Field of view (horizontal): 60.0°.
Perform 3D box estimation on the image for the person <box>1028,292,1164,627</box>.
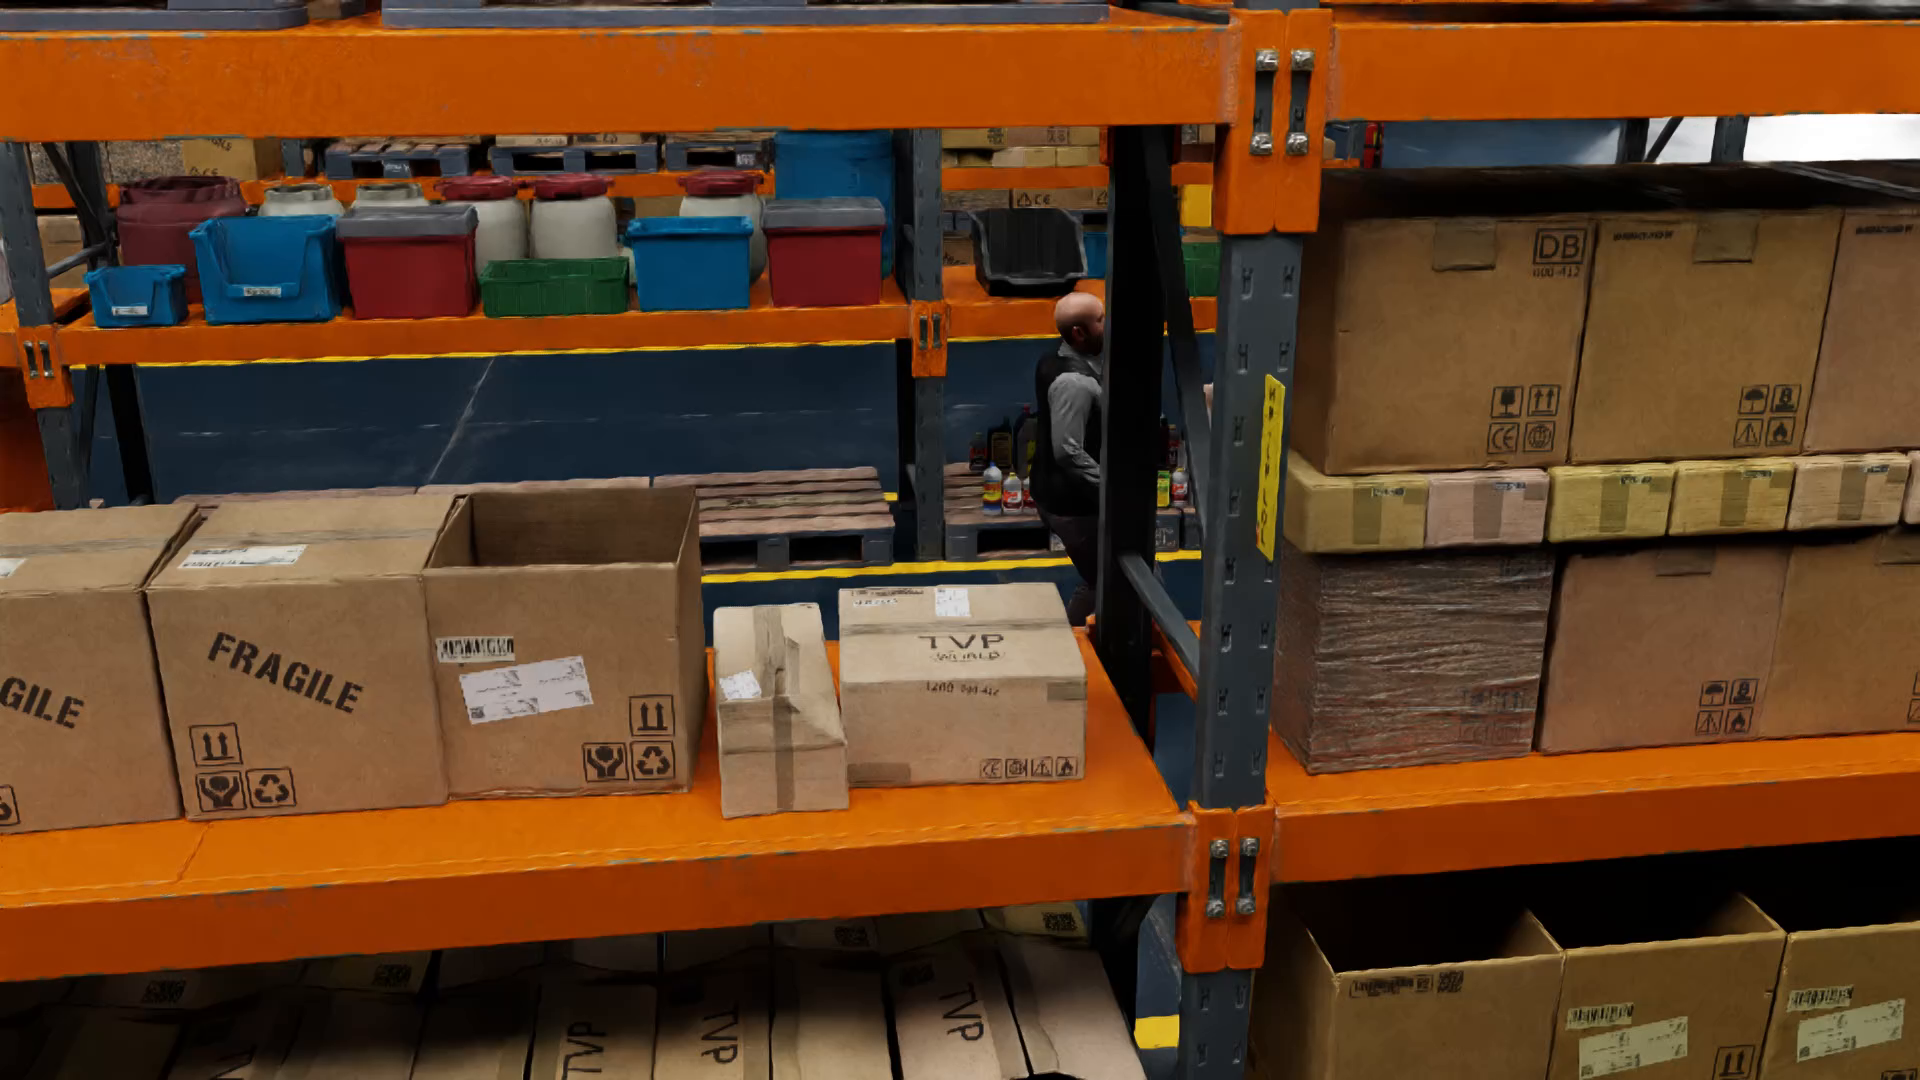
[{"bbox_3d":[0.526,-0.156,6.600,0.509,1.691,0.701,-5,20,-14],"label":"person"}]
